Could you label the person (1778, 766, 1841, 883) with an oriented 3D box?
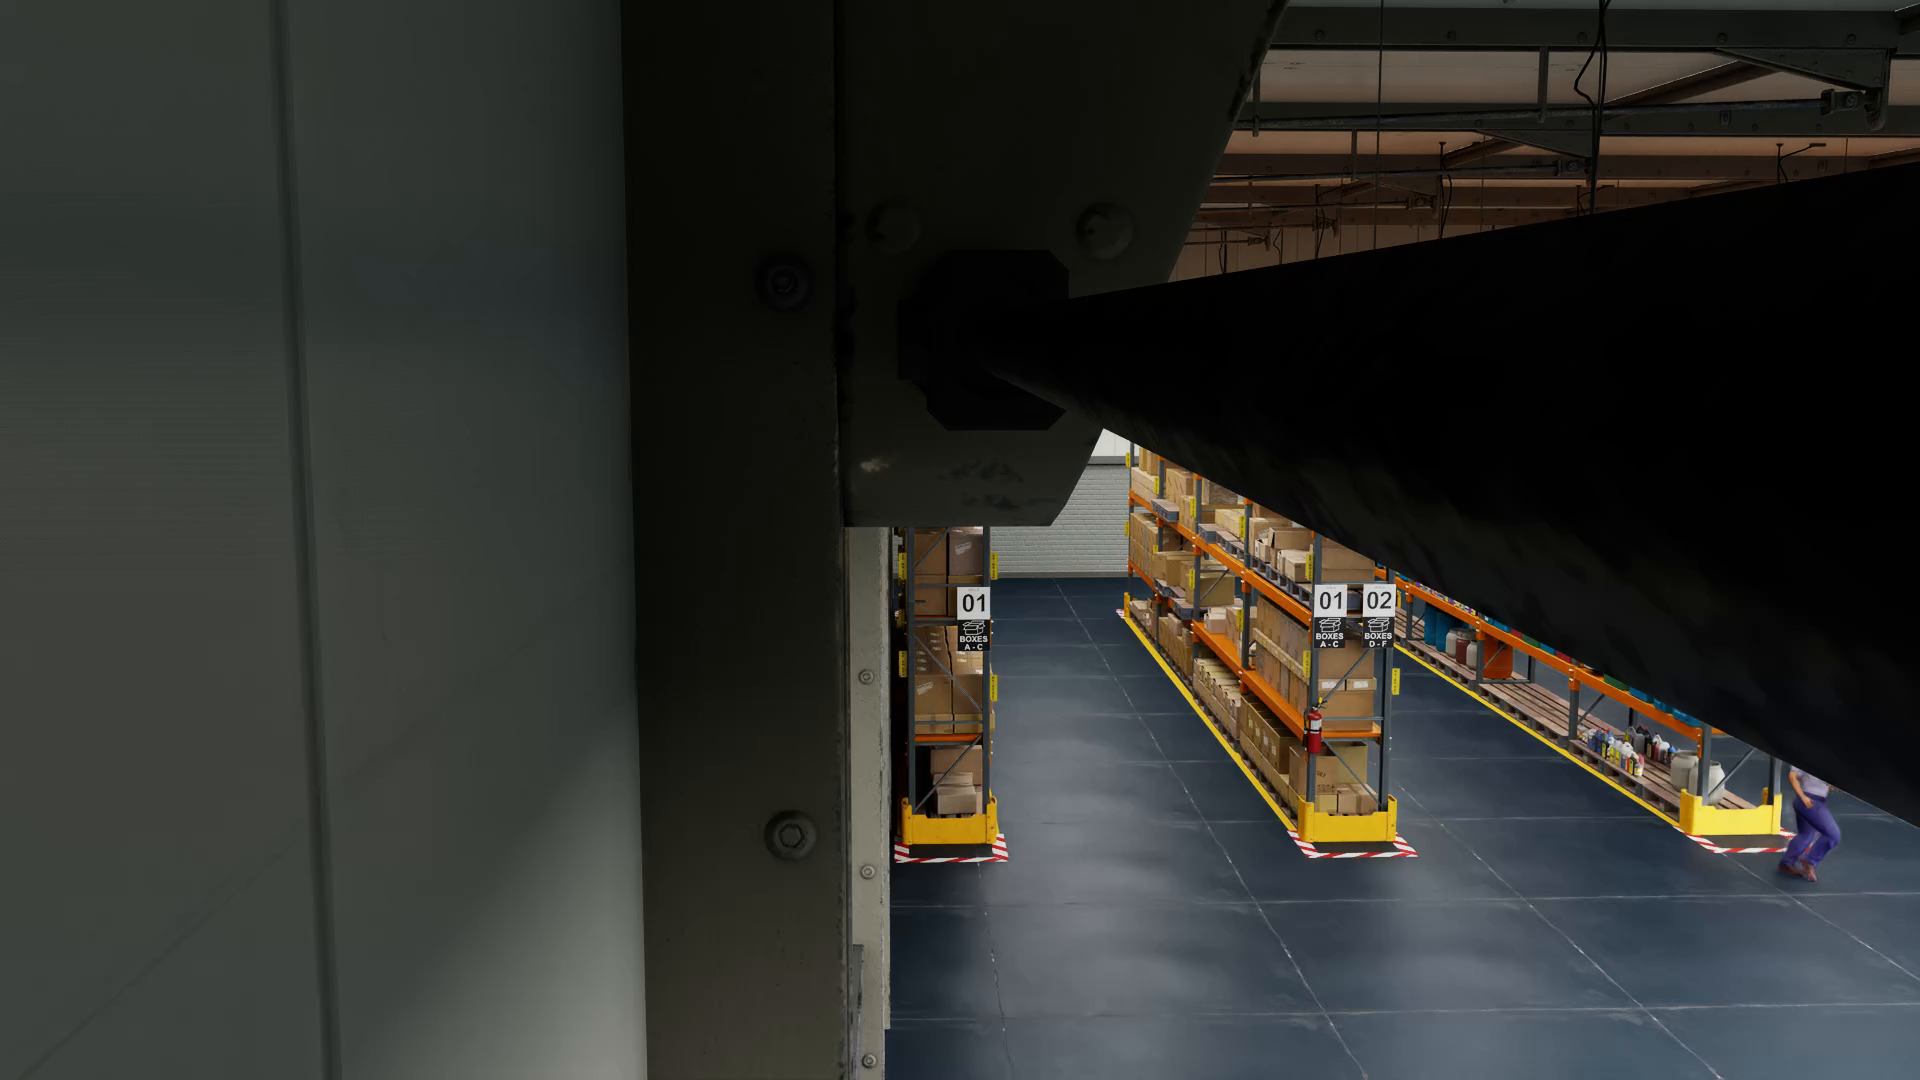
[{"bbox_3d":[9.819,3.097,19.193,0.613,1.631,0.618,3,8,22],"label":"person"}]
